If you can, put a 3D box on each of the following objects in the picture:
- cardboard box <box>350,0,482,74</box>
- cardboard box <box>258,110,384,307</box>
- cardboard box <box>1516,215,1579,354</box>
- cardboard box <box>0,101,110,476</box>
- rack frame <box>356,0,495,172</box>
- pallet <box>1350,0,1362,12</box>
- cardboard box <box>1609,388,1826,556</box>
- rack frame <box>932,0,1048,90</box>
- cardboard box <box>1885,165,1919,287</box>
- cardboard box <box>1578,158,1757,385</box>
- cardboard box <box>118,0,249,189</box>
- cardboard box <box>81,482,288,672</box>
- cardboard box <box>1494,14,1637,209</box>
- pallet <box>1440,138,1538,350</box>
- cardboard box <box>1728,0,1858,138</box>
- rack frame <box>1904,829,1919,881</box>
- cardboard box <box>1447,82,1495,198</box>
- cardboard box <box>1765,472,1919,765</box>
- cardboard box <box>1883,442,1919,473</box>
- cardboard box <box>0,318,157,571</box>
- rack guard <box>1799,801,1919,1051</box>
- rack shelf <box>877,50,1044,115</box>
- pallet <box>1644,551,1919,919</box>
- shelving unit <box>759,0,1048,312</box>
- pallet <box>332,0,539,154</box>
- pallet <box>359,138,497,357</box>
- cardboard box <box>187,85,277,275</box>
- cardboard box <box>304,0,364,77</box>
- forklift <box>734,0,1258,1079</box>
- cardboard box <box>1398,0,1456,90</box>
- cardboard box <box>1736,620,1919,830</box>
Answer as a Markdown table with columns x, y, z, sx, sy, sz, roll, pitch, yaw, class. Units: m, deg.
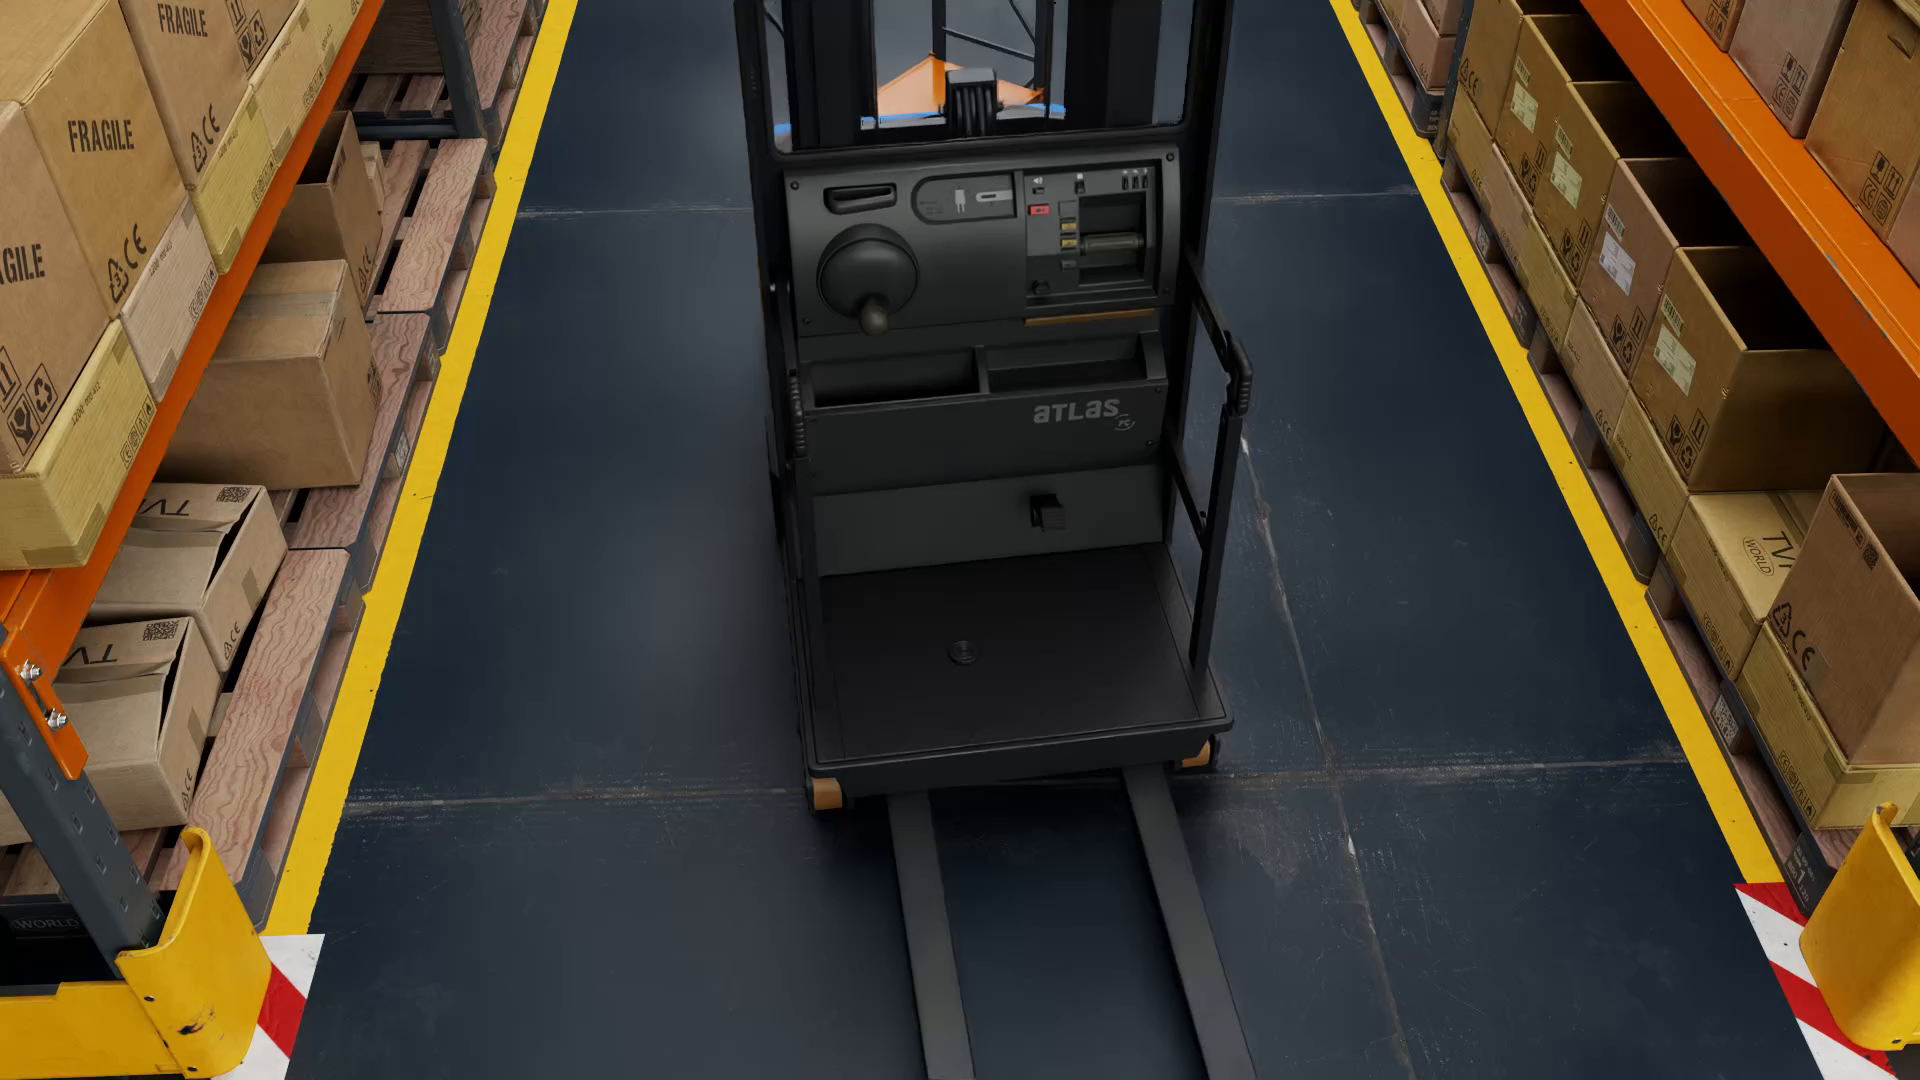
| x | y | z | sx | sy | sz | roll | pitch | yaw | class |
| --- | --- | --- | --- | --- | --- | --- | --- | --- | --- |
| -2.488 | -2.339 | 7.106 | 0.700 | 0.500 | 0.500 | 0 | 43 | 0 | cardboard box |
| -2.356 | -1.143 | 5.802 | 0.500 | 0.500 | 0.500 | -5 | 43 | -5 | cardboard box |
| 2.258 | -0.891 | 5.726 | 0.500 | 0.250 | 0.500 | -2 | 43 | -2 | cardboard box |
| -1.990 | -0.461 | 3.074 | 0.500 | 0.500 | 0.500 | -2 | 43 | -2 | cardboard box |
| -2.440 | -2.602 | 5.869 | 1.000 | 3.000 | 0.127 | -2 | 43 | -2 | rack frame |
| 2.384 | -3.041 | 8.411 | 1.003 | 0.211 | 1.213 | -2 | 43 | -2 | pallet |
| 2.305 | -0.216 | 4.989 | 0.500 | 0.250 | 0.500 | -2 | 43 | -2 | cardboard box |
| 0.108 | -1.825 | 6.131 | 0.500 | 1.500 | 0.032 | 26 | 48 | 25 | rack frame |
| 2.645 | -0.753 | 3.778 | 0.700 | 0.500 | 0.500 | -1 | 43 | -1 | cardboard box |
| 2.282 | -0.830 | 5.104 | 0.500 | 0.500 | 0.500 | -2 | 43 | -2 | cardboard box |
| -2.017 | -1.144 | 3.819 | 0.500 | 0.500 | 0.500 | -3 | 43 | -3 | cardboard box |
| -2.234 | 0.073 | 4.615 | 0.500 | 0.311 | 0.500 | 2 | 43 | 2 | cardboard box |
| 2.245 | -1.505 | 5.841 | 0.500 | 0.500 | 0.500 | -2 | 43 | -2 | cardboard box |
| 2.501 | -1.181 | 6.382 | 1.003 | 0.211 | 1.213 | -2 | 43 | -2 | pallet |
| 2.603 | -1.444 | 4.531 | 0.700 | 0.500 | 0.500 | 0 | 43 | -1 | cardboard box |
| 2.679 | -0.046 | 3.080 | 1.000 | 3.000 | 0.127 | -2 | 43 | -2 | rack frame |
| 2.226 | -1.566 | 6.463 | 0.500 | 0.250 | 0.500 | -2 | 43 | -2 | cardboard box |
| 2.359 | 0.183 | 4.000 | 0.500 | 0.500 | 0.500 | -2 | 43 | -2 | cardboard box |
| 2.855 | -0.170 | 4.384 | 0.500 | 0.500 | 0.500 | -2 | 43 | -2 | cardboard box |
| -1.974 | -0.192 | 3.336 | 0.500 | 0.250 | 0.500 | -3 | 43 | -3 | cardboard box |
| 2.680 | 0.891 | 3.907 | 1.175 | 0.500 | 0.348 | -2 | 43 | -2 | rack guard |
| -0.185 | -1.412 | 5.946 | 0.538 | 0.185 | 1.000 | 26 | 48 | 25 | rack shelf |
| 2.605 | 0.467 | 4.585 | 1.003 | 0.211 | 1.213 | -2 | 43 | -2 | pallet |
| -0.180 | -1.549 | 5.830 | 0.587 | 1.500 | 1.083 | 26 | 48 | 25 | shelving unit |
| -2.475 | -2.100 | 7.384 | 1.003 | 0.211 | 1.213 | -2 | 43 | -2 | pallet |
| -2.376 | -1.122 | 6.317 | 1.003 | 0.211 | 1.213 | -2 | 43 | -2 | pallet |
| -2.026 | -0.886 | 4.093 | 0.500 | 0.250 | 0.500 | -2 | 43 | -2 | cardboard box |
| -2.067 | -1.567 | 4.836 | 0.500 | 0.250 | 0.500 | -2 | 43 | -2 | cardboard box |
| 0.095 | -0.620 | 3.757 | 1.130 | 2.935 | 3.031 | -6 | 43 | -6 | forklift |
| 2.202 | -2.159 | 7.110 | 0.500 | 0.250 | 0.500 | -2 | 43 | -2 | cardboard box |
| 2.361 | 0.459 | 4.253 | 0.500 | 0.250 | 0.500 | -2 | 43 | -2 | cardboard box |
